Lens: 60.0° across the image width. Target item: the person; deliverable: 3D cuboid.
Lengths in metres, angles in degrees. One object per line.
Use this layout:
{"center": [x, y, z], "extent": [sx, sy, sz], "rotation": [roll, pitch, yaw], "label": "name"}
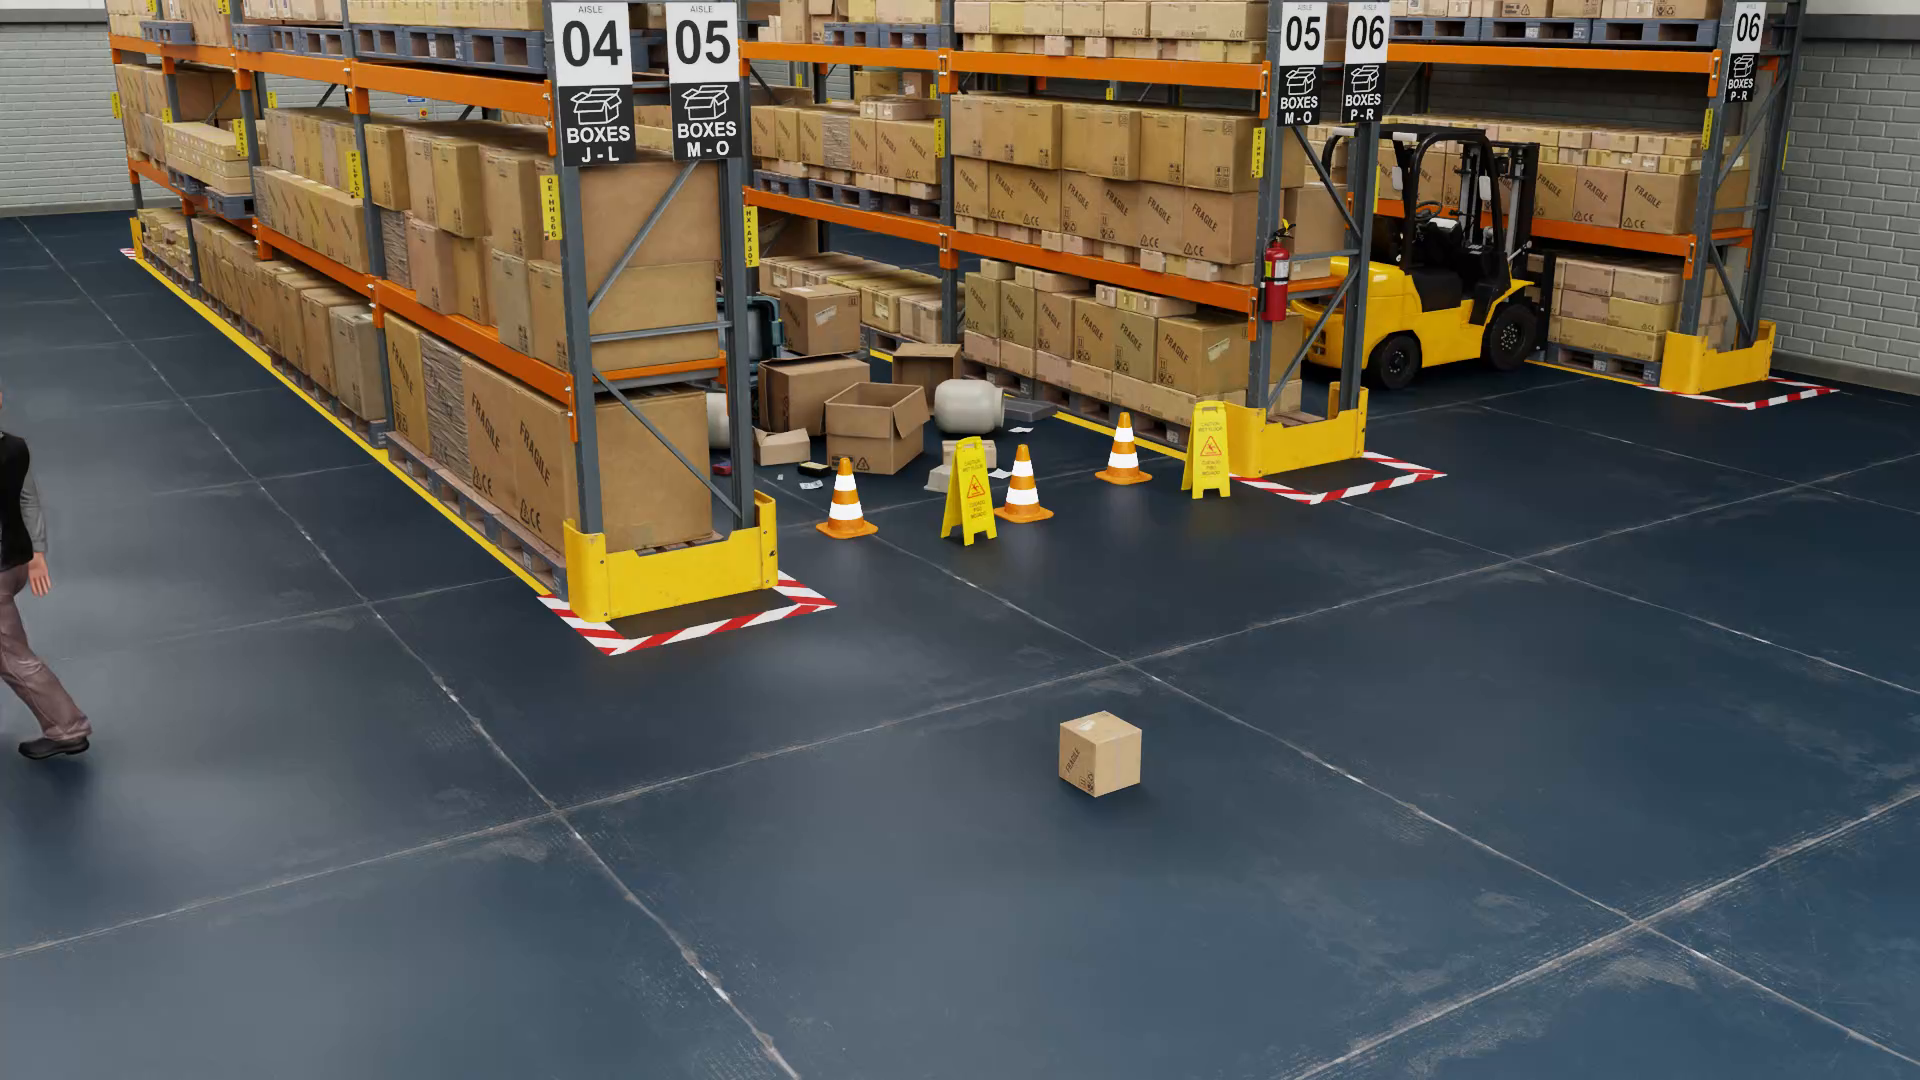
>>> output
{"center": [-4.315, 0.137, 7.172], "extent": [0.928, 1.678, 0.552], "rotation": [-1, 18, -4], "label": "person"}
